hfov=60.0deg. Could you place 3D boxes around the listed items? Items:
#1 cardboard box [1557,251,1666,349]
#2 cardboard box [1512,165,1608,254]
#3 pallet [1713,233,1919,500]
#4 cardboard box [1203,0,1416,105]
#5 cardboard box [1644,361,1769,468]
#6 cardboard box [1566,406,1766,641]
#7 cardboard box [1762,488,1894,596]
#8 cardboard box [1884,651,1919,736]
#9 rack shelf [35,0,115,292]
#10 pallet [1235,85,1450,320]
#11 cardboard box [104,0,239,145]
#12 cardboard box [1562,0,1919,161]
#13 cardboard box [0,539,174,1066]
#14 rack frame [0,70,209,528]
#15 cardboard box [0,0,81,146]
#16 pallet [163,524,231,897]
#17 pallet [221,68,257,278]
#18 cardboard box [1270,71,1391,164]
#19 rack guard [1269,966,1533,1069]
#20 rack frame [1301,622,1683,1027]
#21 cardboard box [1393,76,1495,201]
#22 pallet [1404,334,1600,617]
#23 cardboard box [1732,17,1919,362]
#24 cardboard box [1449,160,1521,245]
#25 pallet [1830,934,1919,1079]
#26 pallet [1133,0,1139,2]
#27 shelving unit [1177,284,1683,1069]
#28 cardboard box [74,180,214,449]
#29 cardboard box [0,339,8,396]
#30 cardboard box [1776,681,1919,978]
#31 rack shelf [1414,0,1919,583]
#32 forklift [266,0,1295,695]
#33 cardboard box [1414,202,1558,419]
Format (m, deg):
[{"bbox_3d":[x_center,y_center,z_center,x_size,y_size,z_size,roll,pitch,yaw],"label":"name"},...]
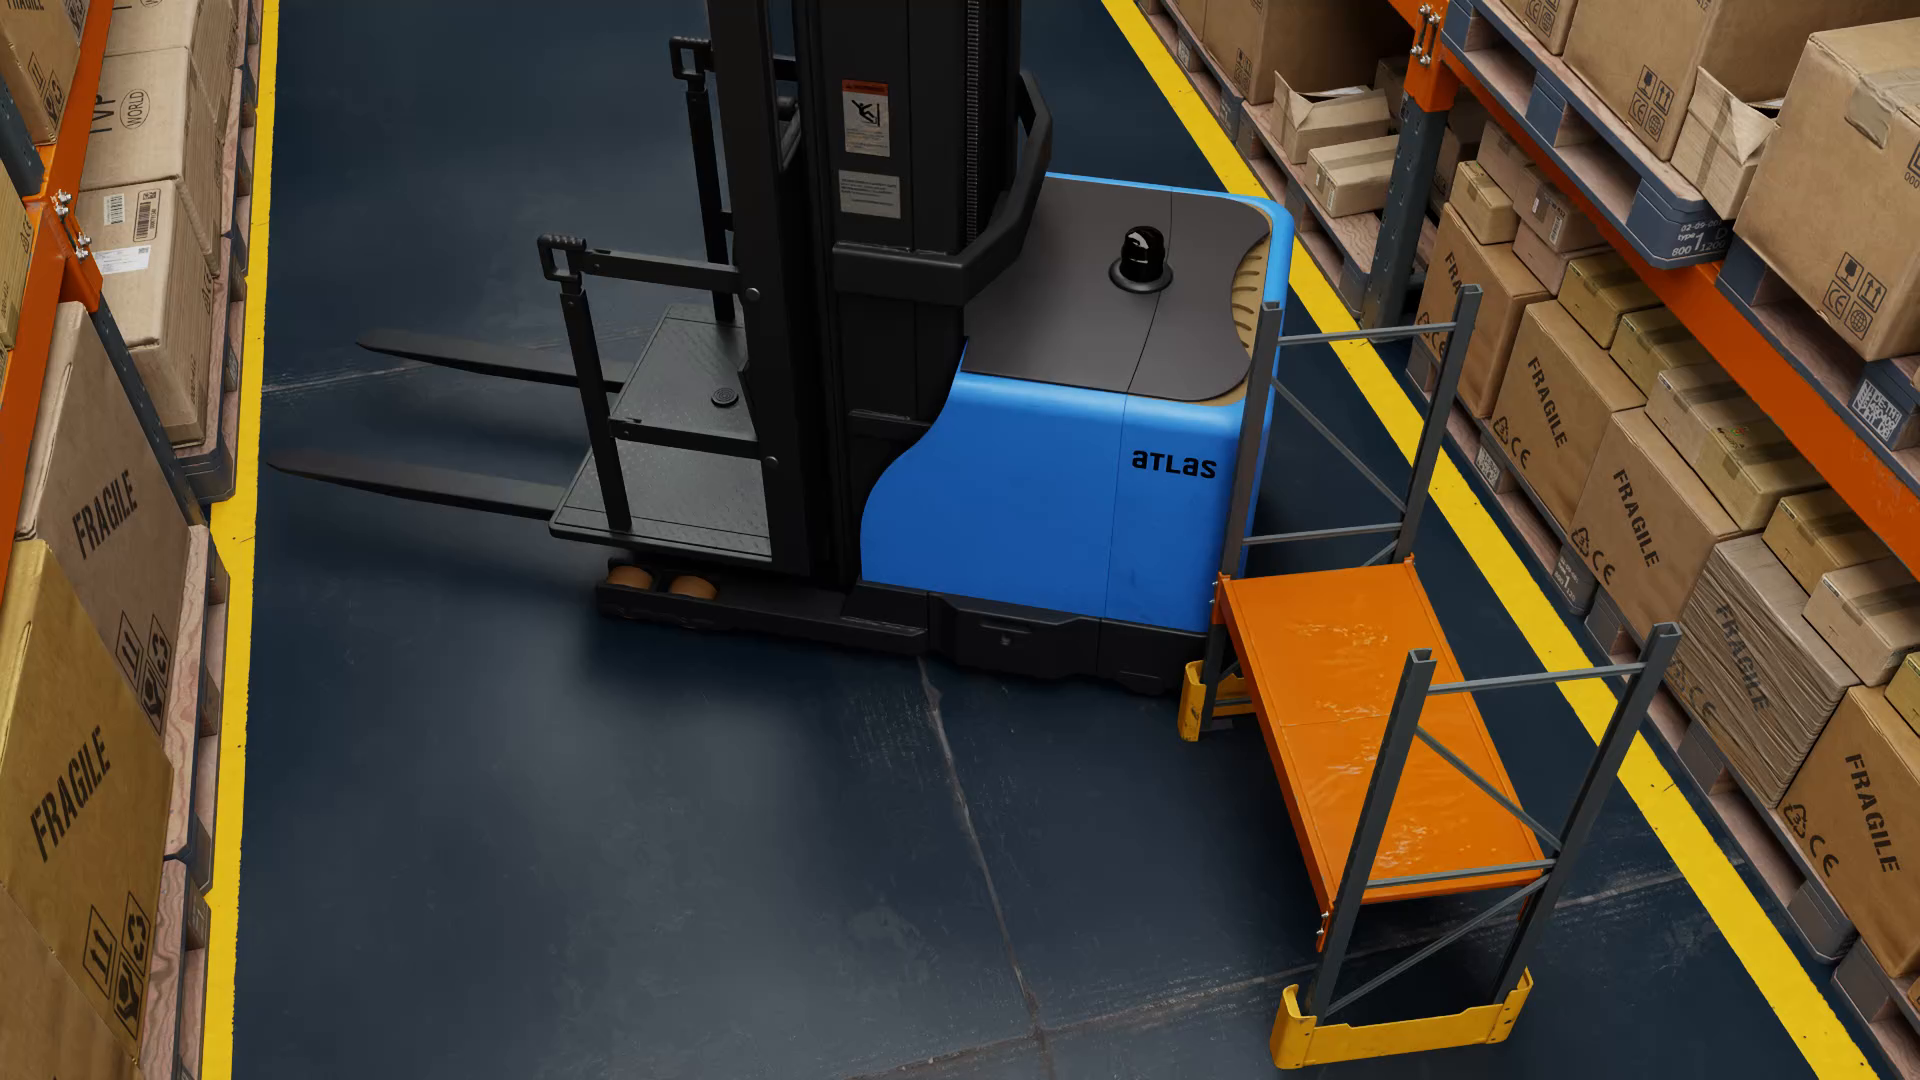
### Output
[{"bbox_3d":[1.994,-0.724,4.862,0.380,0.149,0.250,-13,47,-12],"label":"cardboard box"},{"bbox_3d":[1.884,-1.010,4.933,0.380,0.149,0.250,-13,47,-12],"label":"cardboard box"},{"bbox_3d":[2.459,-0.387,3.663,1.003,0.211,1.213,-11,47,-10],"label":"pallet"},{"bbox_3d":[1.425,-2.154,6.717,0.700,0.500,0.500,-12,47,-12],"label":"cardboard box"},{"bbox_3d":[2.105,-0.358,4.503,0.380,0.149,0.250,-11,47,-10],"label":"cardboard box"},{"bbox_3d":[2.113,-0.060,4.664,0.500,0.500,0.500,-12,47,-11],"label":"cardboard box"},{"bbox_3d":[2.264,-0.006,4.157,0.380,0.149,0.250,-11,47,-10],"label":"cardboard box"},{"bbox_3d":[2.377,0.359,3.800,0.380,0.149,0.250,-11,47,-11],"label":"cardboard box"},{"bbox_3d":[-3.372,-2.093,5.704,1.077,0.370,4.000,-11,47,-10],"label":"rack shelf"},{"bbox_3d":[1.762,-1.372,6.447,1.003,0.211,1.213,-11,47,-10],"label":"pallet"},{"bbox_3d":[-3.376,-1.908,6.519,0.875,0.438,0.875,-10,46,-9],"label":"cardboard box"},{"bbox_3d":[1.977,-1.323,4.083,0.700,0.500,0.500,-10,46,-10],"label":"cardboard box"},{"bbox_3d":[-2.386,0.669,3.688,0.875,0.875,0.875,-9,46,-9],"label":"cardboard box"},{"bbox_3d":[-2.860,-0.964,4.094,1.000,3.000,0.127,-11,47,-10],"label":"rack frame"},{"bbox_3d":[-2.728,-1.371,4.423,0.500,0.500,0.500,-9,46,-9],"label":"cardboard box"},{"bbox_3d":[-2.590,0.531,4.582,1.003,0.211,1.213,-11,47,-10],"label":"pallet"},{"bbox_3d":[-3.295,-1.371,6.446,1.003,0.211,1.213,-11,47,-10],"label":"pallet"},{"bbox_3d":[1.419,-1.641,6.379,0.396,0.266,0.258,-9,46,-9],"label":"cardboard box"},{"bbox_3d":[1.046,1.131,3.967,0.587,0.250,0.087,-5,46,-5],"label":"rack guard"},{"bbox_3d":[1.048,0.707,3.507,0.500,1.500,0.032,-5,46,-5],"label":"rack frame"},{"bbox_3d":[1.996,-1.579,6.286,0.500,0.311,0.500,-9,46,-9],"label":"cardboard box"},{"bbox_3d":[2.182,-0.343,5.439,1.003,0.211,1.213,-11,47,-10],"label":"pallet"},{"bbox_3d":[2.178,-0.782,3.552,0.700,0.500,0.500,-11,47,-11],"label":"cardboard box"},{"bbox_3d":[1.771,-1.077,5.207,0.380,0.149,0.250,-9,46,-8],"label":"cardboard box"},{"bbox_3d":[2.806,1.341,3.788,1.003,0.211,1.213,-11,47,-10],"label":"pallet"},{"bbox_3d":[1.137,-3.057,8.098,1.003,0.211,1.213,-11,47,-10],"label":"pallet"},{"bbox_3d":[0.979,0.341,3.866,0.587,1.500,1.083,-5,46,-5],"label":"shelving unit"},{"bbox_3d":[-2.917,-0.667,5.303,0.875,0.438,0.875,-11,47,-11],"label":"cardboard box"},{"bbox_3d":[-2.373,-0.296,3.545,0.500,0.250,0.500,-11,47,-11],"label":"cardboard box"},{"bbox_3d":[2.390,0.655,3.964,0.500,0.500,0.500,-9,46,-9],"label":"cardboard box"},{"bbox_3d":[2.449,-0.241,3.890,1.077,0.370,4.000,-11,47,-10],"label":"rack shelf"},{"bbox_3d":[-0.614,-1.119,4.295,3.031,2.935,1.130,9,46,8],"label":"forklift"},{"bbox_3d":[1.843,-0.771,5.361,0.500,0.500,0.500,-9,46,-9],"label":"cardboard box"}]
